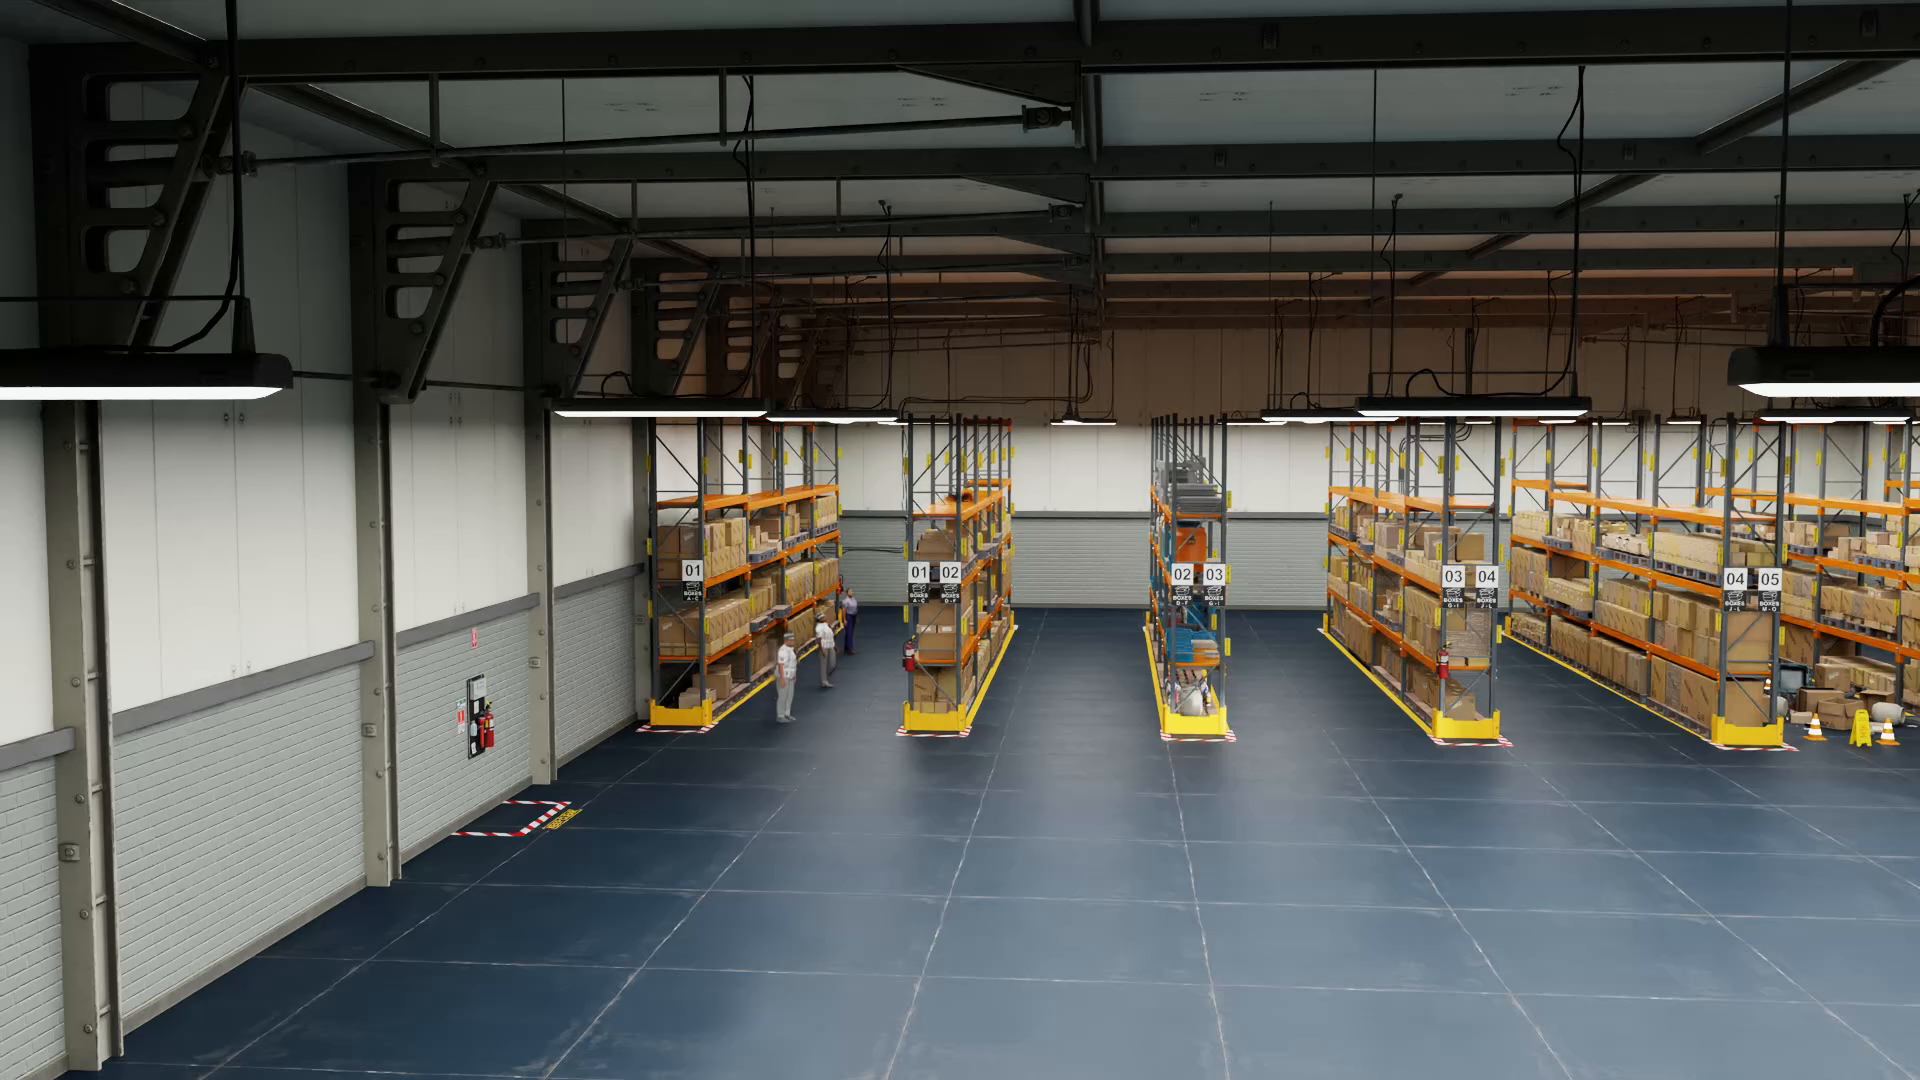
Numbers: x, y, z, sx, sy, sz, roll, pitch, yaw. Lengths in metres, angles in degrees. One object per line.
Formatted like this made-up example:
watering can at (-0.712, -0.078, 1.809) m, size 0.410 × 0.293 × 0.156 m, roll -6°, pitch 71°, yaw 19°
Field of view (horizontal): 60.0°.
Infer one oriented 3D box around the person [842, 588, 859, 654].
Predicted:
person at (-2.749, 2.058, 42.419) m, size 0.506 × 1.669 × 0.525 m, roll 2°, pitch 4°, yaw 21°

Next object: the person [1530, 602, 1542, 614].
person at (16.892, 1.545, 48.696) m, size 0.505 × 1.762 × 0.538 m, roll -3°, pitch 5°, yaw -36°

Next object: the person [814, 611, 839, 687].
person at (-2.962, 2.406, 36.844) m, size 0.506 × 1.676 × 0.519 m, roll 4°, pitch 5°, yaw 44°

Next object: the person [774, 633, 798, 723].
person at (-3.396, 2.677, 32.394) m, size 0.433 × 1.756 × 0.567 m, roll 1°, pitch 4°, yaw 16°
